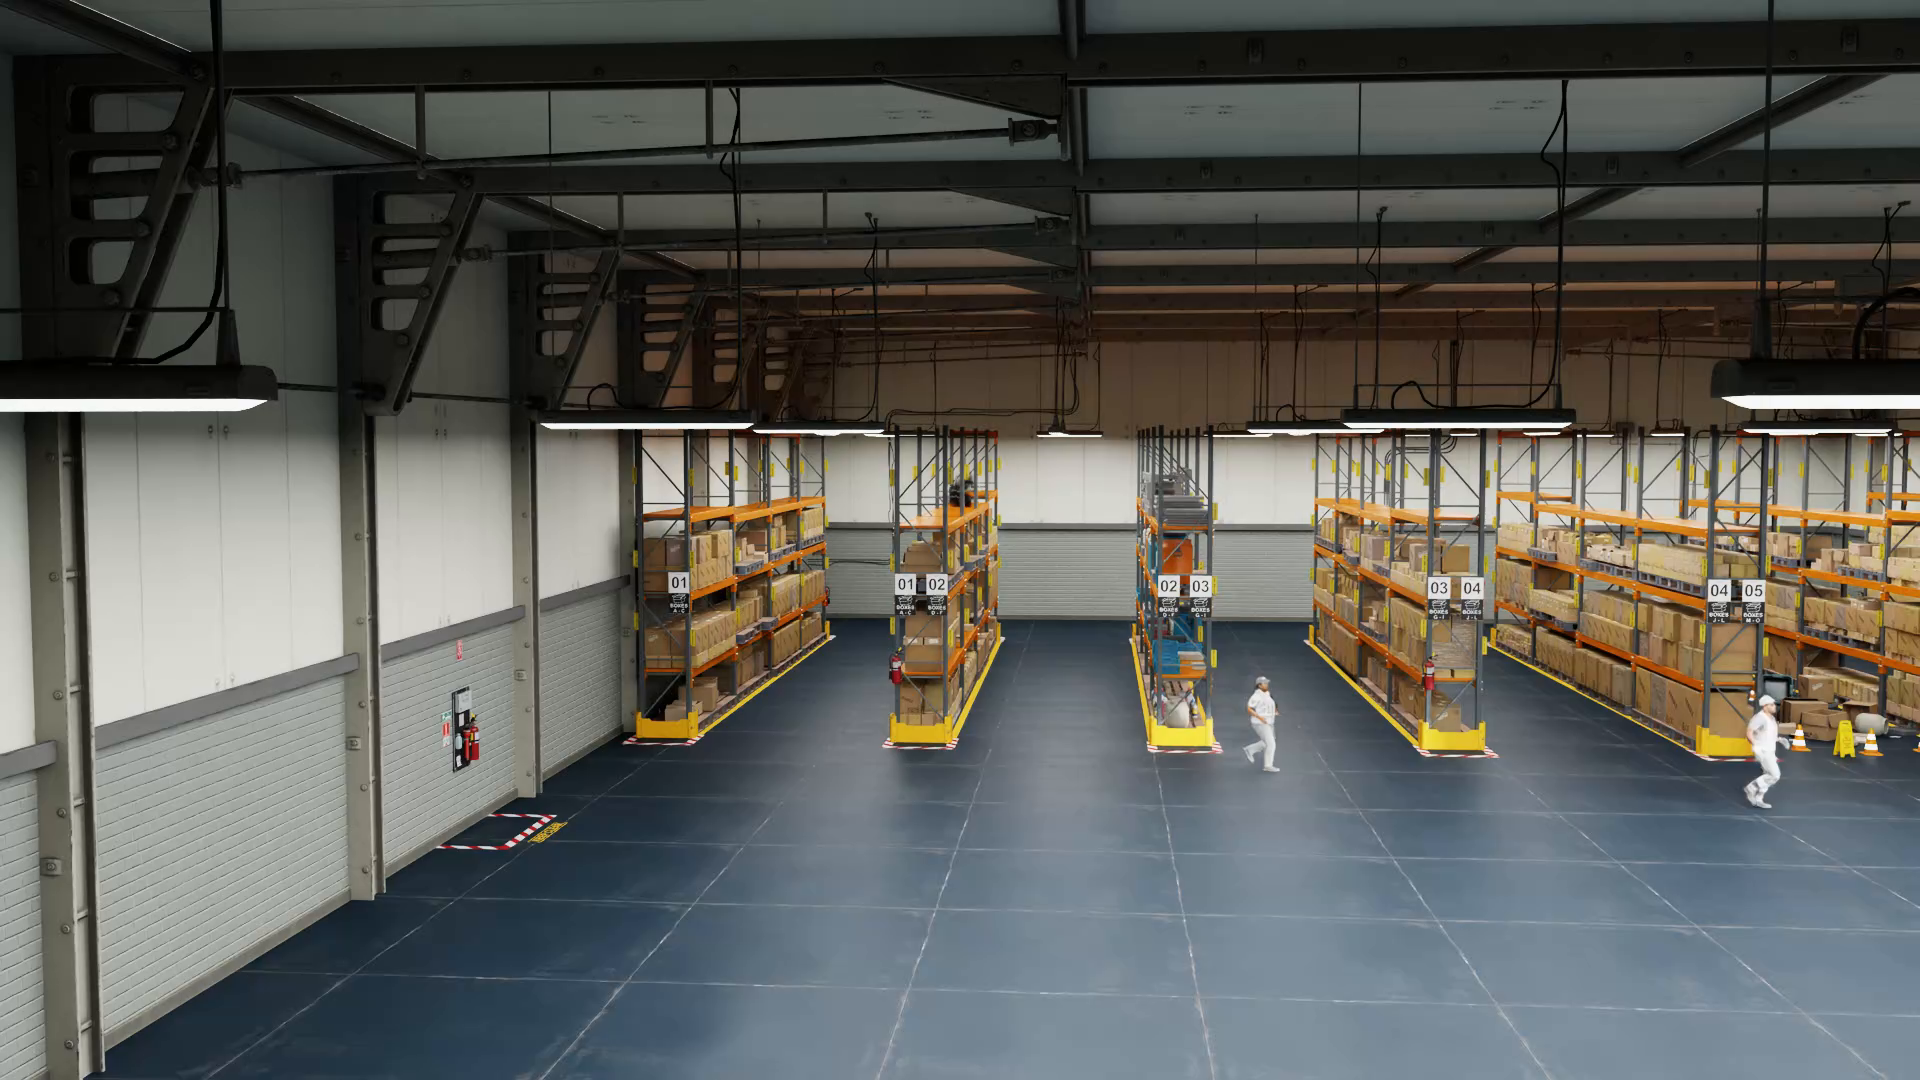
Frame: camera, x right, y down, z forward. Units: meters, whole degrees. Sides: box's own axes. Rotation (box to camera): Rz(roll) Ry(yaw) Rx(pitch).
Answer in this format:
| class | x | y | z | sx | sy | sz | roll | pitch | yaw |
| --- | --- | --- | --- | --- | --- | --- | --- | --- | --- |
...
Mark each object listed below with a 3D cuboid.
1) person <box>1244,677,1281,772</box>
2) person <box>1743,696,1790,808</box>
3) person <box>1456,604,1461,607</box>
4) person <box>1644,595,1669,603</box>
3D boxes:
| class | x | y | z | sx | sy | sz | roll | pitch | yaw |
| --- | --- | --- | --- | --- | --- | --- | --- | --- | --- |
| person | 5.228 | 3.176 | 28.824 | 0.718 | 1.624 | 0.616 | 2 | 4 | 36 |
| person | 12.548 | 3.290 | 25.857 | 0.584 | 1.749 | 0.669 | 3 | 5 | 42 |
| person | 14.395 | 2.041 | 47.461 | 0.648 | 1.770 | 0.842 | -1 | 4 | -16 |
| person | 19.839 | 2.021 | 47.263 | 0.764 | 1.856 | 0.658 | 1 | 4 | 17 |
